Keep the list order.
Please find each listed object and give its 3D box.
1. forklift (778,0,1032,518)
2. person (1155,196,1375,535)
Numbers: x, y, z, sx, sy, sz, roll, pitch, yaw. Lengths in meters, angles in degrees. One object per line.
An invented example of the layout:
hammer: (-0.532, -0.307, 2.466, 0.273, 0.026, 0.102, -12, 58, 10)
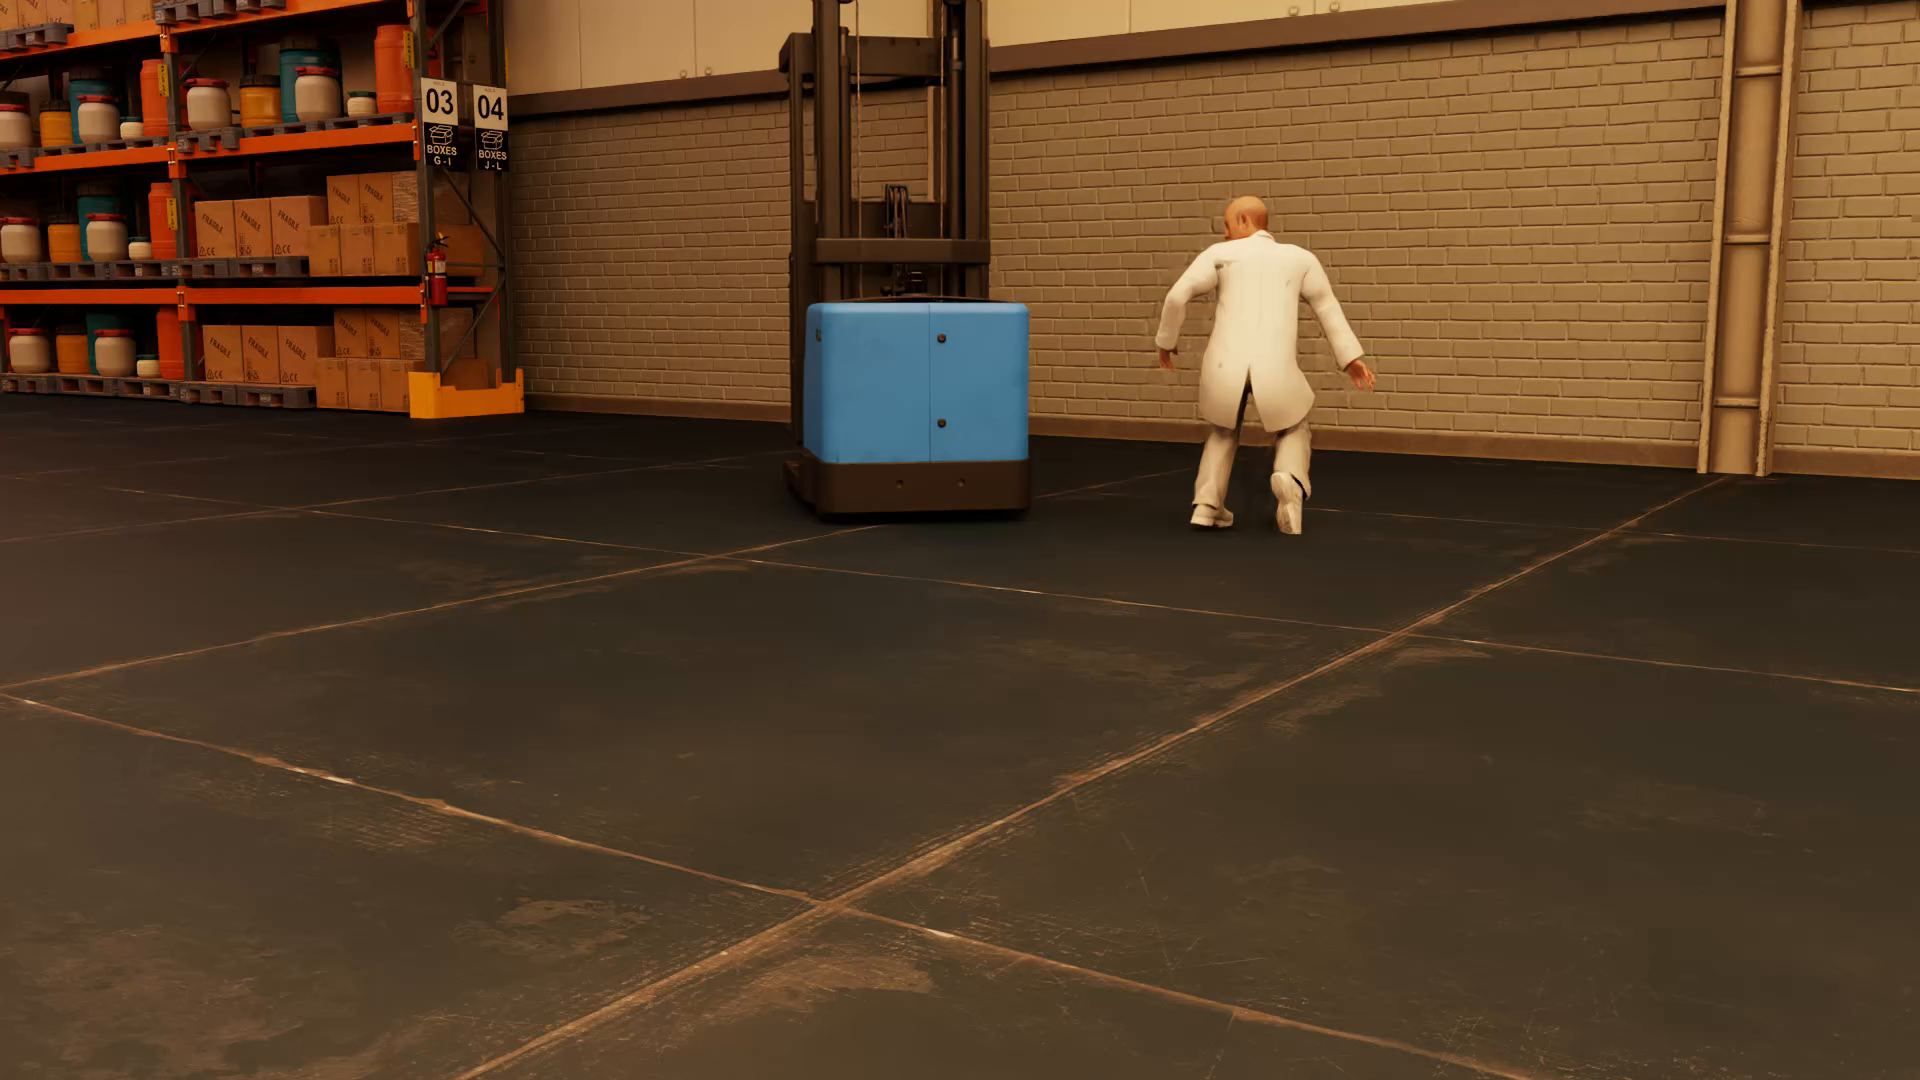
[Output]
forklift: (-0.427, -1.729, 9.354, 1.130, 2.935, 3.031, -2, 8, -11)
person: (1.437, -0.810, 7.889, 1.027, 1.636, 0.538, 1, 8, 8)
